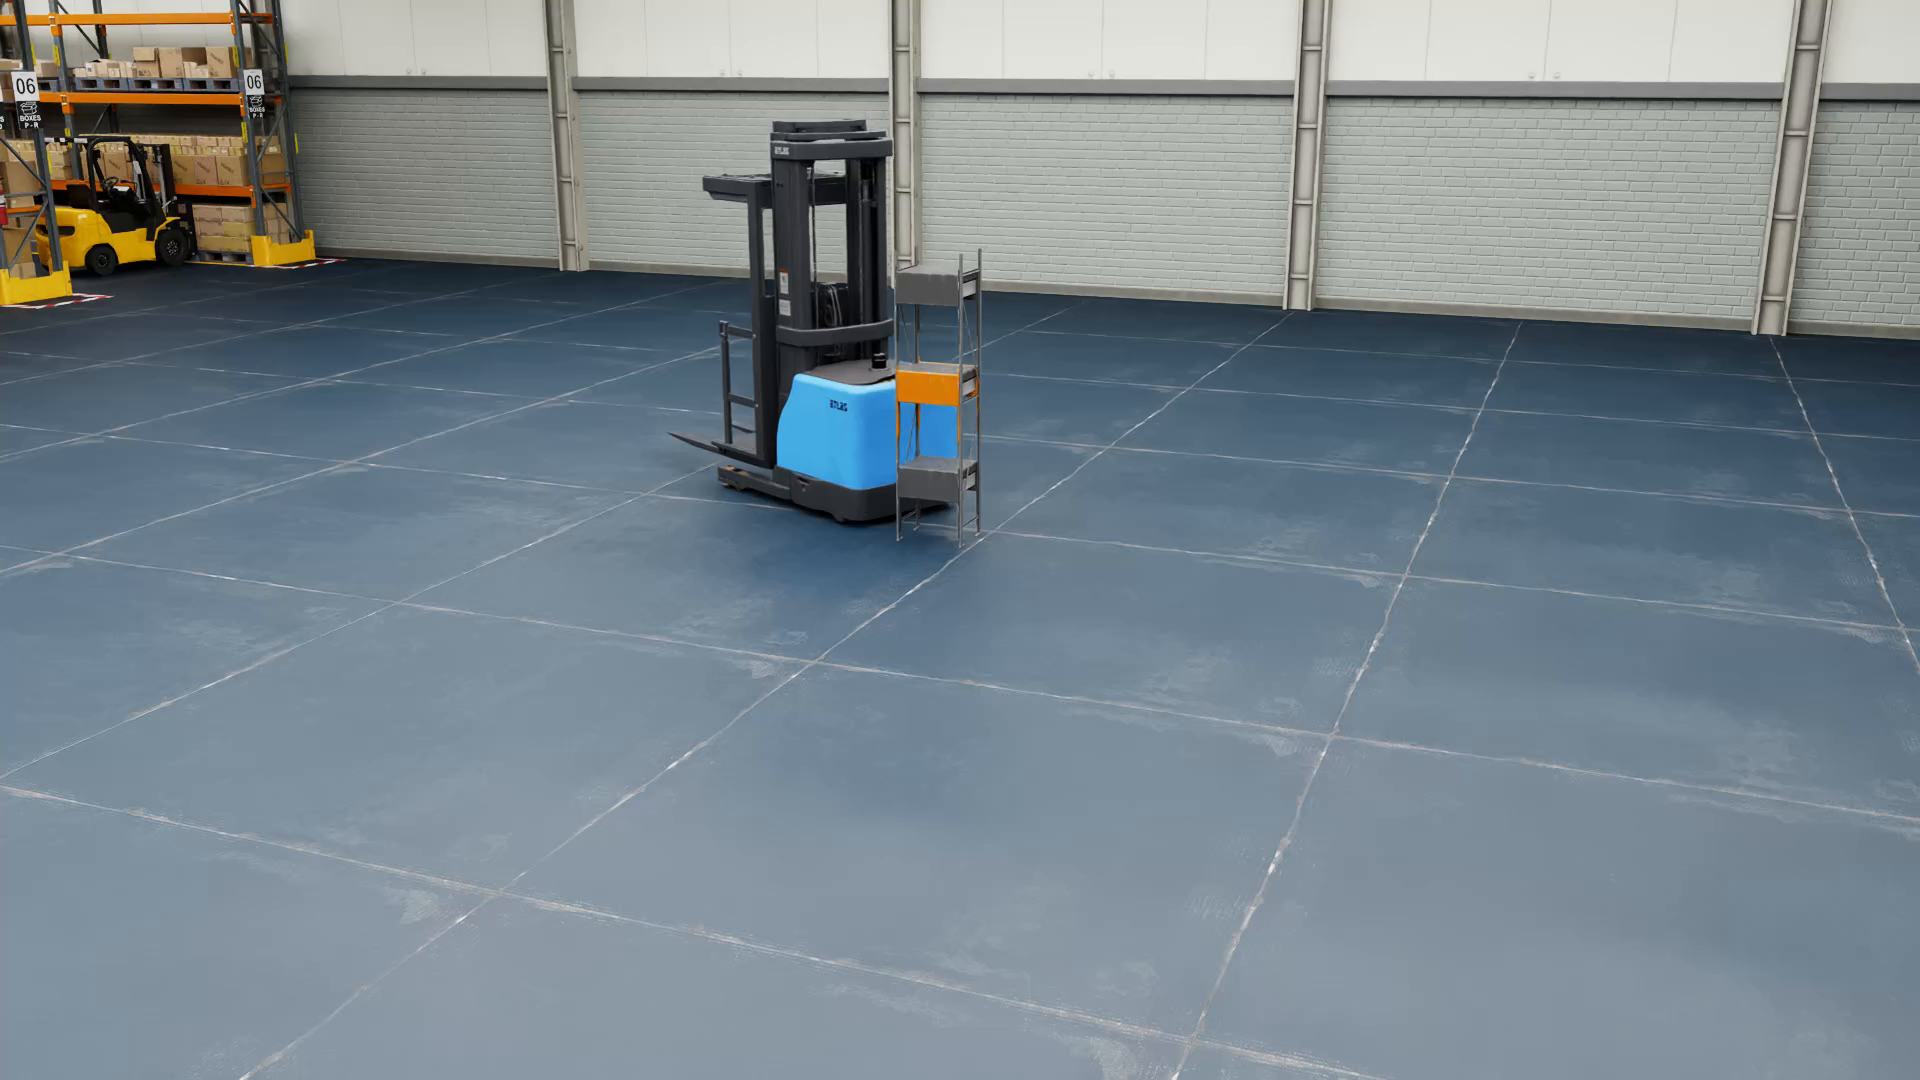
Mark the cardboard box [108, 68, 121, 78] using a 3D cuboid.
[{"bbox_3d":[-14.361,-8.013,28.531,0.250,0.149,0.380,7,18,22],"label":"cardboard box"}]

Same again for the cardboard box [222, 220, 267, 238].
[{"bbox_3d":[-12.229,-5.327,28.425,0.500,0.250,0.500,6,17,20],"label":"cardboard box"}]

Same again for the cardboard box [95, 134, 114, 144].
[{"bbox_3d":[-14.911,-7.040,29.168,0.250,0.149,0.380,7,17,21],"label":"cardboard box"}]

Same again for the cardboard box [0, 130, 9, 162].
[{"bbox_3d":[-14.034,-5.616,23.632,0.500,0.500,0.700,6,17,19],"label":"cardboard box"}]

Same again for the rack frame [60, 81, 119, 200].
[{"bbox_3d":[-15.382,-6.646,29.687,0.127,3.000,1.000,6,17,21],"label":"rack frame"}]

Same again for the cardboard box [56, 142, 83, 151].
[{"bbox_3d":[-15.781,-6.983,29.505,0.250,0.149,0.380,7,18,23],"label":"cardboard box"}]

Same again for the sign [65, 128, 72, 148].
[{"bbox_3d":[-15.572,-7.023,29.049,0.005,0.325,0.100,6,17,21],"label":"sign"}]

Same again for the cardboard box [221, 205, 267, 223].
[{"bbox_3d":[-12.204,-5.565,28.347,0.500,0.250,0.500,7,18,22],"label":"cardboard box"}]

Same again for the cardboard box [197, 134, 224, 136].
[{"bbox_3d":[-13.064,-6.990,28.996,0.250,0.149,0.380,6,17,19],"label":"cardboard box"}]

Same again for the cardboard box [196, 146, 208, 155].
[{"bbox_3d":[-12.780,-6.649,28.352,0.250,0.149,0.380,6,17,20],"label":"cardboard box"}]

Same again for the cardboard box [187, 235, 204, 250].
[{"bbox_3d":[-13.135,-5.191,28.854,0.500,0.250,0.500,6,17,21],"label":"cardboard box"}]

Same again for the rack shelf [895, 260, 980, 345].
[{"bbox_3d":[-0.154,-1.684,11.748,0.480,0.518,0.431,6,17,21],"label":"rack shelf"}]

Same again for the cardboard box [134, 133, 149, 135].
[{"bbox_3d":[-14.505,-7.134,29.492,0.250,0.149,0.380,6,17,20],"label":"cardboard box"}]

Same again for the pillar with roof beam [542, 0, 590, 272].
[{"bbox_3d":[-7.976,-7.693,22.532,0.400,9.000,9.100,6,17,21],"label":"pillar with roof beam"}]

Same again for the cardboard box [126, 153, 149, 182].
[{"bbox_3d":[-14.103,-6.481,28.938,0.500,0.500,0.500,6,17,20],"label":"cardboard box"}]

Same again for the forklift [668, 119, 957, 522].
[{"bbox_3d":[-1.341,-1.884,13.406,1.130,2.935,3.031,-13,21,-38],"label":"forklift"}]

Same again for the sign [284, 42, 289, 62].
[{"bbox_3d":[-11.452,-8.279,28.220,0.005,0.325,0.100,6,17,21],"label":"sign"}]

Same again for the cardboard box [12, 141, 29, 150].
[{"bbox_3d":[-16.750,-7.079,29.836,0.250,0.149,0.380,6,17,19],"label":"cardboard box"}]

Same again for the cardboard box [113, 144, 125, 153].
[{"bbox_3d":[-14.486,-6.815,28.926,0.250,0.149,0.380,7,17,22],"label":"cardboard box"}]

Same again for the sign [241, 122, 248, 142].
[{"bbox_3d":[-11.873,-6.768,27.604,0.005,0.325,0.100,6,17,21],"label":"sign"}]

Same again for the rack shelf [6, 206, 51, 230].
[{"bbox_3d":[-15.339,-4.809,24.647,4.000,0.370,1.077,6,17,21],"label":"rack shelf"}]

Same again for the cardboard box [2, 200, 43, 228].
[{"bbox_3d":[-17.291,-5.916,30.677,0.625,0.625,0.875,6,17,18],"label":"cardboard box"}]

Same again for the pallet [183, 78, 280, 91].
[{"bbox_3d":[-12.309,-7.714,28.144,1.213,0.211,1.003,6,17,21],"label":"pallet"}]

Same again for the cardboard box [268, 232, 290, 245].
[{"bbox_3d":[-12.046,-5.219,28.950,0.500,0.250,0.500,6,17,21],"label":"cardboard box"}]

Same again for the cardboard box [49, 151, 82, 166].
[{"bbox_3d":[-15.933,-6.798,29.583,0.500,0.250,0.500,6,17,19],"label":"cardboard box"}]

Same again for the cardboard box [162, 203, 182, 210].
[{"bbox_3d":[-13.623,-5.718,28.876,0.500,0.250,0.500,6,17,20],"label":"cardboard box"}]

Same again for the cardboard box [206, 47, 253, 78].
[{"bbox_3d":[-12.162,-7.957,27.712,0.500,0.500,0.500,7,18,22],"label":"cardboard box"}]

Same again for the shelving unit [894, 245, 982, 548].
[{"bbox_3d":[-0.154,-1.025,11.939,0.503,2.100,0.431,6,17,21],"label":"shelving unit"}]

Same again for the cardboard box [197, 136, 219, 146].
[{"bbox_3d":[-12.770,-6.803,28.351,0.250,0.149,0.380,6,17,21],"label":"cardboard box"}]

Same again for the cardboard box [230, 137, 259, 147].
[{"bbox_3d":[-12.072,-6.722,28.070,0.250,0.149,0.380,6,17,21],"label":"cardboard box"}]

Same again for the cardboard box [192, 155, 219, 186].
[{"bbox_3d":[-12.695,-6.323,28.394,0.500,0.500,0.500,7,18,22],"label":"cardboard box"}]

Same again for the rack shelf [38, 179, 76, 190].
[{"bbox_3d":[-17.243,-6.505,30.492,4.000,0.370,1.077,6,17,21],"label":"rack shelf"}]

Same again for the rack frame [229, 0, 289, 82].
[{"bbox_3d":[-11.661,-9.118,27.441,0.127,3.000,1.000,6,17,21],"label":"rack frame"}]

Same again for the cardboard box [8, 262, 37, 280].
[{"bbox_3d":[-14.128,-3.985,24.698,0.500,0.250,0.500,6,17,20],"label":"cardboard box"}]

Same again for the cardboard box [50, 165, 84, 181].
[{"bbox_3d":[-15.947,-6.558,29.652,0.500,0.250,0.500,7,17,22],"label":"cardboard box"}]

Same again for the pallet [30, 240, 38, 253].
[{"bbox_3d":[-16.082,-5.372,30.301,1.213,0.211,1.003,6,17,21],"label":"pallet"}]

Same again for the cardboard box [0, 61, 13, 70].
[{"bbox_3d":[-13.735,-6.741,23.655,0.250,0.149,0.380,6,17,20],"label":"cardboard box"}]

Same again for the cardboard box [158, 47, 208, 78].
[{"bbox_3d":[-13.078,-8.088,28.162,0.500,0.500,0.700,6,17,21],"label":"cardboard box"}]

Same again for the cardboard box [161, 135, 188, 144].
[{"bbox_3d":[-13.501,-6.877,28.605,0.250,0.149,0.380,7,17,21],"label":"cardboard box"}]

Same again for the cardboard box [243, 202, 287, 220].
[{"bbox_3d":[-12.039,-5.697,28.802,0.500,0.250,0.500,6,17,20],"label":"cardboard box"}]

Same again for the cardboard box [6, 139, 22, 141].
[{"bbox_3d":[-17.291,-7.282,30.535,0.250,0.149,0.380,7,18,22],"label":"cardboard box"}]

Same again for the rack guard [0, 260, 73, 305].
[{"bbox_3d":[-13.550,-3.757,24.217,0.348,0.500,1.175,6,17,21],"label":"rack guard"}]

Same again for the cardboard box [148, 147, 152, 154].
[{"bbox_3d":[-13.751,-6.742,28.673,0.250,0.149,0.380,6,17,19],"label":"cardboard box"}]

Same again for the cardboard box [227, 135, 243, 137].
[{"bbox_3d":[-12.377,-6.888,28.644,0.250,0.149,0.380,7,17,22],"label":"cardboard box"}]

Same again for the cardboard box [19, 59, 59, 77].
[{"bbox_3d":[-16.145,-8.305,29.246,0.500,0.311,0.500,6,17,19],"label":"cardboard box"}]

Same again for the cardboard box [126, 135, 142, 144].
[{"bbox_3d":[-14.224,-6.940,28.821,0.250,0.149,0.380,6,17,20],"label":"cardboard box"}]

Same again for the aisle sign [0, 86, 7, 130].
[{"bbox_3d":[-13.528,-6.116,23.199,0.004,0.787,0.394,6,17,21],"label":"aisle sign"}]

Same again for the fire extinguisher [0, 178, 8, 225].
[{"bbox_3d":[-13.542,-4.781,23.401,0.183,0.674,0.296,6,17,21],"label":"fire extinguisher"}]

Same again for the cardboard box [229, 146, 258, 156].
[{"bbox_3d":[-12.086,-6.559,28.045,0.250,0.149,0.380,7,17,21],"label":"cardboard box"}]

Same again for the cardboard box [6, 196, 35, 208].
[{"bbox_3d":[-13.719,-4.917,24.182,0.250,0.149,0.380,6,17,21],"label":"cardboard box"}]

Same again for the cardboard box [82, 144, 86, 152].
[{"bbox_3d":[-15.182,-6.905,29.236,0.250,0.149,0.380,6,17,20],"label":"cardboard box"}]

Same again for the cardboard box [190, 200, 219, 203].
[{"bbox_3d":[-13.440,-5.855,29.347,0.500,0.250,0.500,6,17,20],"label":"cardboard box"}]

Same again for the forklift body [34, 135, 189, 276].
[{"bbox_3d":[-14.095,-5.550,27.435,1.214,2.155,2.313,6,17,21],"label":"forklift body"}]

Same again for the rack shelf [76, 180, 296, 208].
[{"bbox_3d":[-13.522,-6.096,29.083,4.000,0.370,1.077,6,17,21],"label":"rack shelf"}]

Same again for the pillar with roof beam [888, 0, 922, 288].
[{"bbox_3d":[-2.395,-7.079,20.418,0.400,9.000,9.100,6,17,21],"label":"pillar with roof beam"}]
